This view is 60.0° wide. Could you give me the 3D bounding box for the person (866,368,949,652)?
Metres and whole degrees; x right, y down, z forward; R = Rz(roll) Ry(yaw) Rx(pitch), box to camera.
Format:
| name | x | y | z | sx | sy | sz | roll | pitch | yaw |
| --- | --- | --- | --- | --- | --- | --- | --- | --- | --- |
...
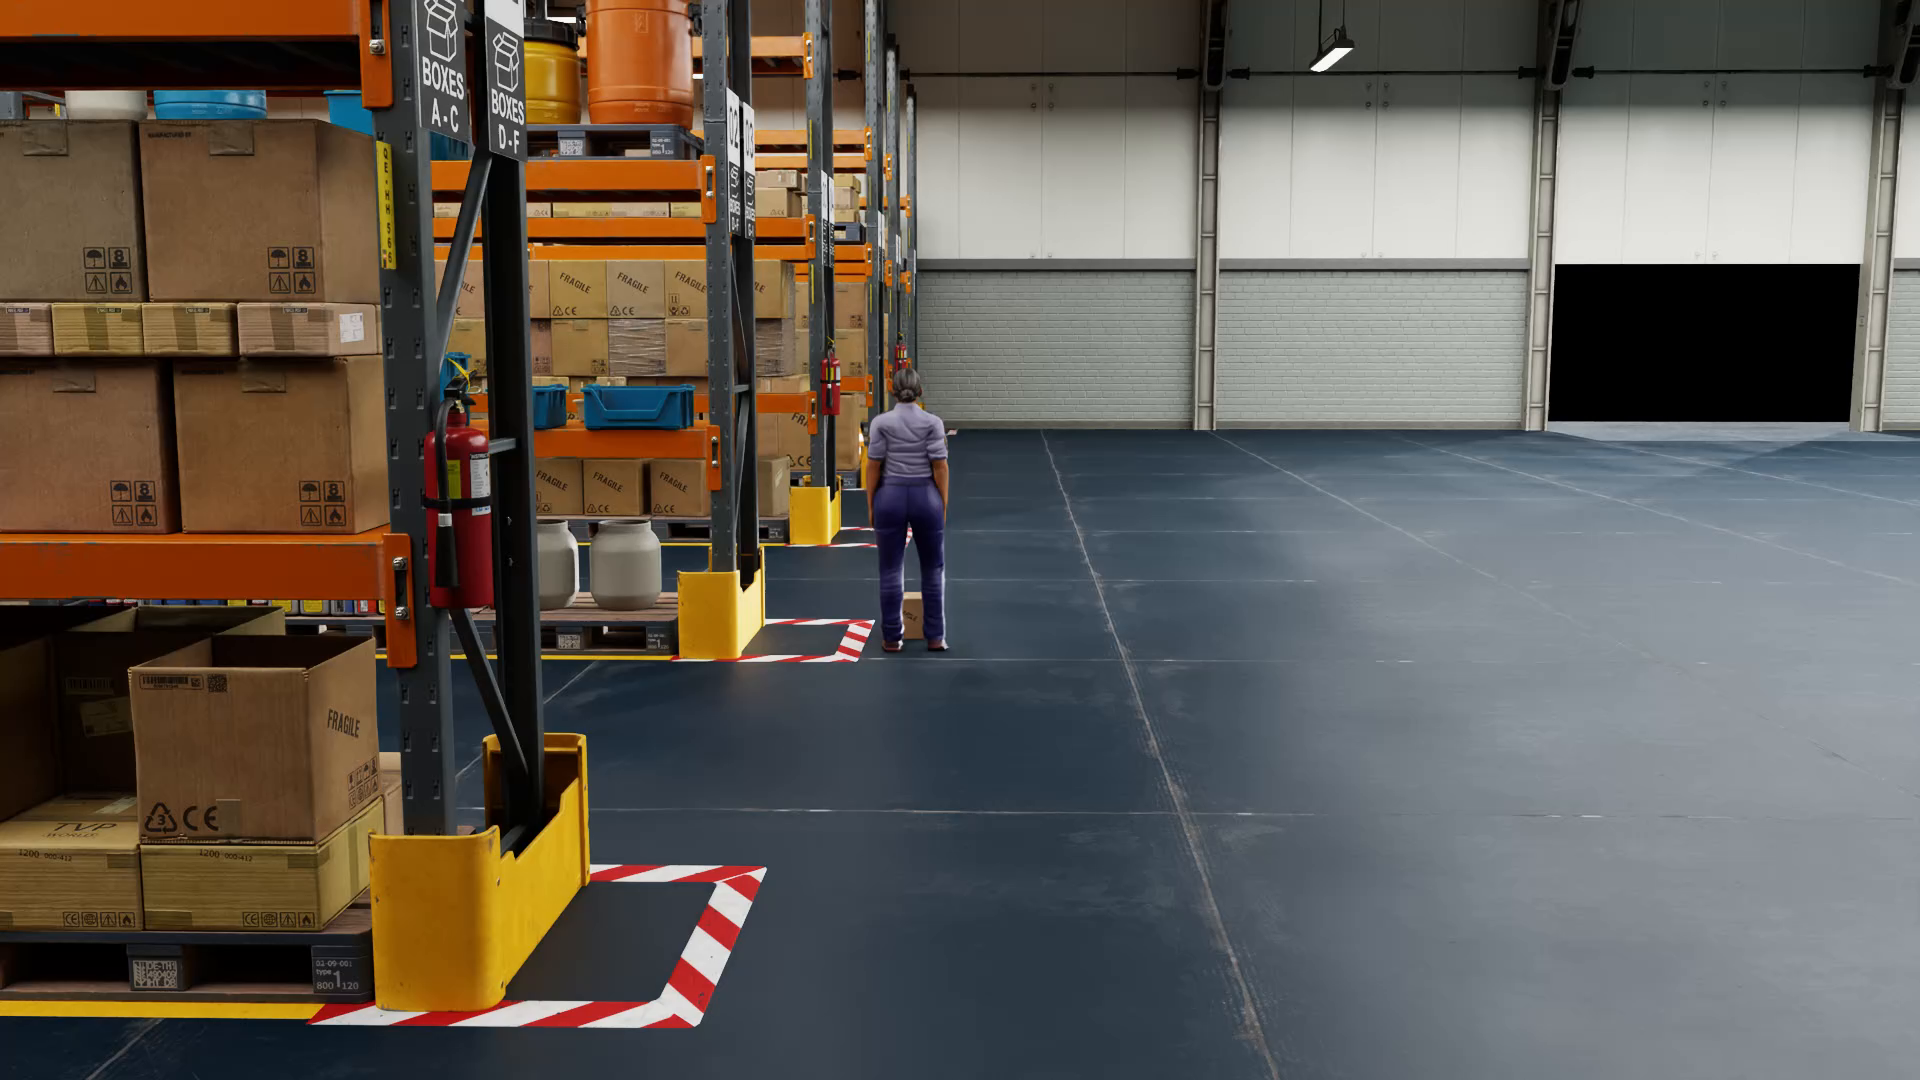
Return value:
| name | x | y | z | sx | sy | sz | roll | pitch | yaw |
| --- | --- | --- | --- | --- | --- | --- | --- | --- | --- |
| person | -0.305 | -0.156 | 9.663 | 0.478 | 1.686 | 0.379 | 0 | 7 | -1 |
